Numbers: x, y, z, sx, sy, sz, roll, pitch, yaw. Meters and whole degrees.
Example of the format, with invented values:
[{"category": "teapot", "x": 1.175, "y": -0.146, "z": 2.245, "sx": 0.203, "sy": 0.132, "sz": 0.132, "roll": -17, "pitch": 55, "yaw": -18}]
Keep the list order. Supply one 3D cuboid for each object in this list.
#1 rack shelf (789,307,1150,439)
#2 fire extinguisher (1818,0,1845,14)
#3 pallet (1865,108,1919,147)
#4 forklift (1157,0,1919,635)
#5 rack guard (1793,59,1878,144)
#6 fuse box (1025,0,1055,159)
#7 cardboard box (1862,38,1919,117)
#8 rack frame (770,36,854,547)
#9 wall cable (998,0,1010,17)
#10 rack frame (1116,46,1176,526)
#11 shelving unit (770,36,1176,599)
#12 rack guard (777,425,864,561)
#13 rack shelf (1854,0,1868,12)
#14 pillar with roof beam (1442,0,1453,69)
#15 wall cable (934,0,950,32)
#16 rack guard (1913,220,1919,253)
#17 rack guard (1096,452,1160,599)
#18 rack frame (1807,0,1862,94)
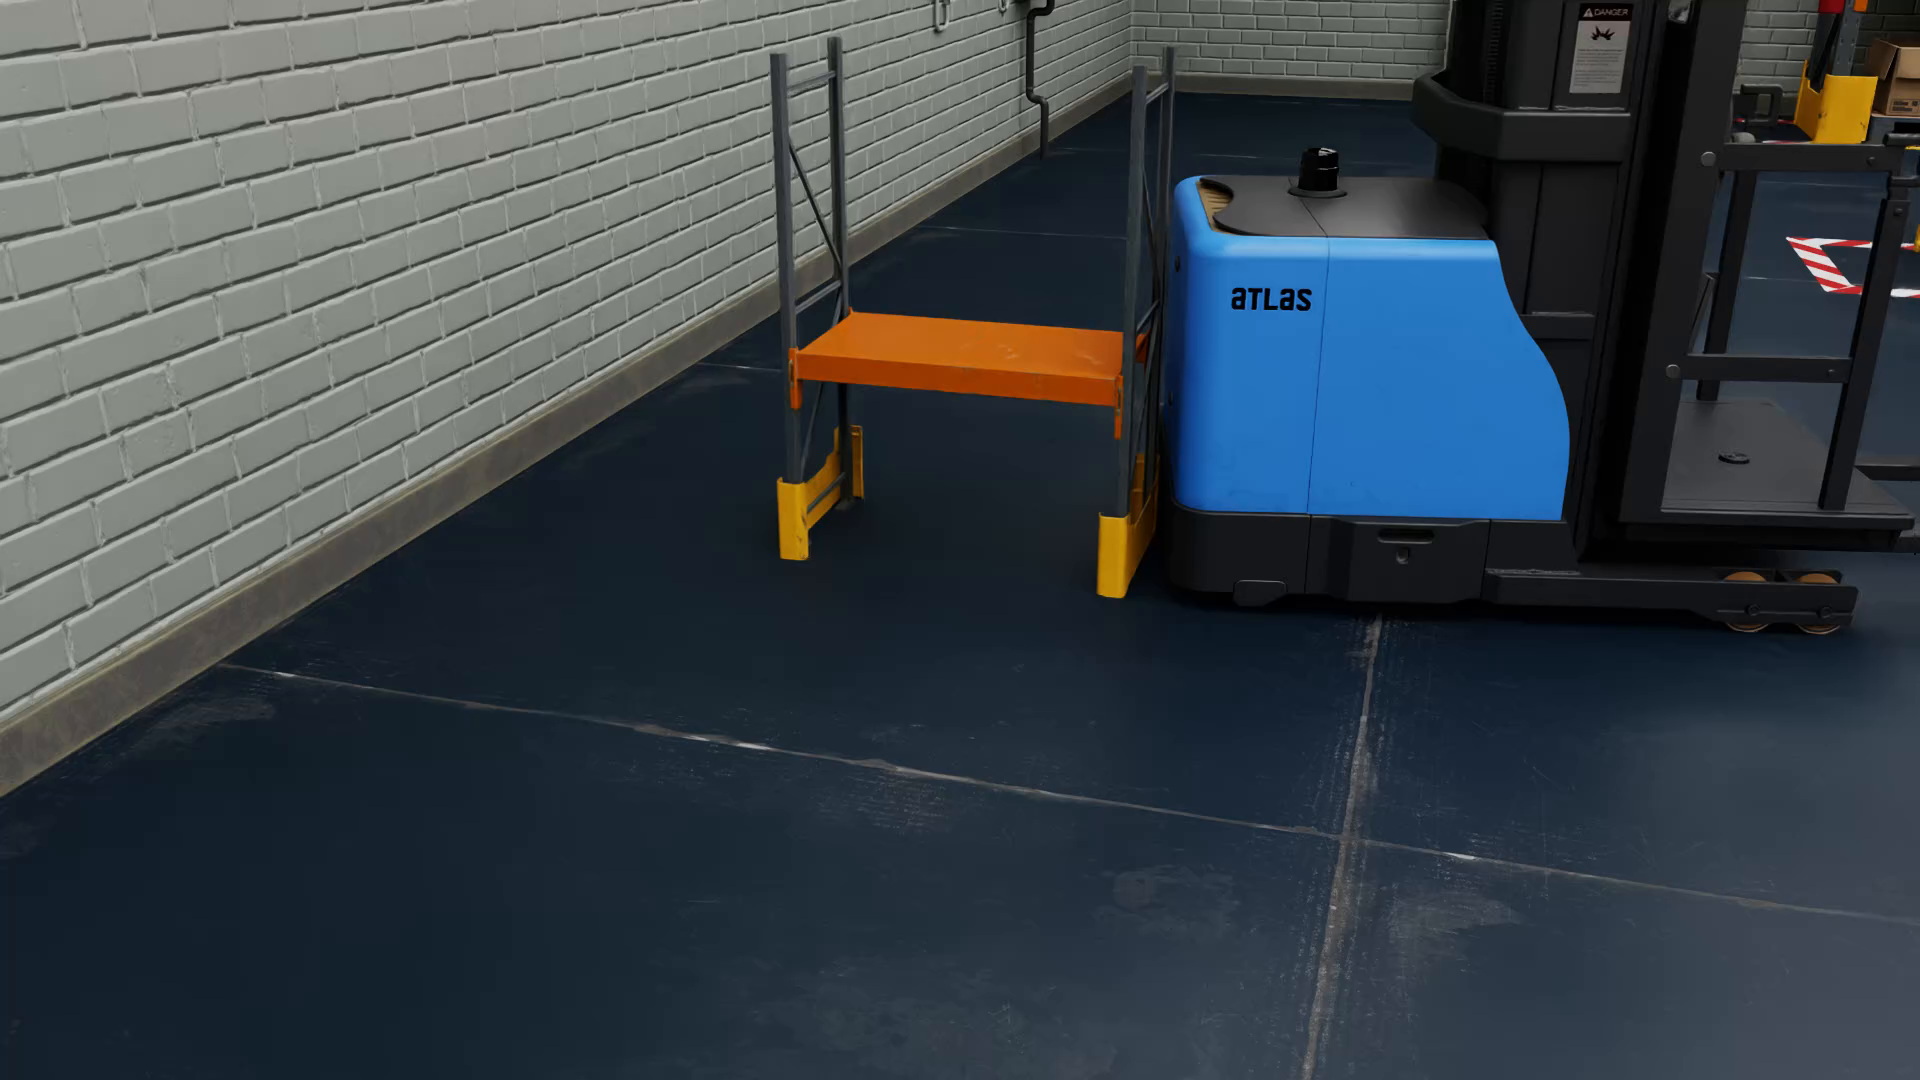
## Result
[{"category": "rack shelf", "x": 0.047, "y": -0.518, "z": 5.030, "sx": 1.000, "sy": 0.185, "sz": 0.538, "roll": 6, "pitch": 23, "yaw": 15}, {"category": "fire extinguisher", "x": 6.451, "y": -4.221, "z": 12.202, "sx": 0.183, "sy": 0.674, "sz": 0.296, "roll": 7, "pitch": 23, "yaw": 16}, {"category": "pallet", "x": 7.562, "y": -3.196, "z": 12.783, "sx": 1.213, "sy": 0.211, "sz": 1.003, "roll": 7, "pitch": 23, "yaw": 16}, {"category": "forklift", "x": 2.143, "y": -1.302, "z": 4.583, "sx": 3.031, "sy": 2.935, "sz": 1.130, "roll": 2, "pitch": 22, "yaw": 4}, {"category": "rack guard", "x": 6.798, "y": -3.417, "z": 12.941, "sx": 0.348, "sy": 0.500, "sz": 1.175, "roll": 7, "pitch": 23, "yaw": 16}, {"category": "fuse box", "x": 0.637, "y": -3.538, "z": 11.641, "sx": 0.414, "sy": 1.711, "sz": 0.539, "roll": 7, "pitch": 23, "yaw": 16}, {"category": "cardboard box", "x": 7.284, "y": -3.519, "z": 12.633, "sx": 0.637, "sy": 0.503, "sz": 0.797, "roll": 6, "pitch": 23, "yaw": 13}, {"category": "rack frame", "x": -0.442, "y": -0.738, "z": 5.093, "sx": 0.032, "sy": 1.500, "sz": 0.500, "roll": 6, "pitch": 23, "yaw": 15}, {"category": "wall cable", "x": 0.289, "y": -4.374, "z": 10.642, "sx": 0.122, "sy": 1.984, "sz": 0.588, "roll": 7, "pitch": 23, "yaw": 16}, {"category": "rack frame", "x": 0.535, "y": -0.630, "z": 4.830, "sx": 0.032, "sy": 1.500, "sz": 0.500, "roll": 6, "pitch": 23, "yaw": 15}, {"category": "shelving unit", "x": 0.038, "y": -0.685, "z": 4.964, "sx": 1.083, "sy": 1.500, "sz": 0.587, "roll": 6, "pitch": 23, "yaw": 15}, {"category": "rack guard", "x": -0.440, "y": -0.159, "z": 5.329, "sx": 0.087, "sy": 0.250, "sz": 0.587, "roll": 6, "pitch": 23, "yaw": 15}, {"category": "rack shelf", "x": 8.640, "y": -4.029, "z": 12.089, "sx": 4.000, "sy": 0.370, "sz": 1.077, "roll": 7, "pitch": 23, "yaw": 16}, {"category": "pillar with roof beam", "x": 3.161, "y": -6.416, "z": 9.054, "sx": 0.400, "sy": 9.000, "sz": 9.100, "roll": 7, "pitch": 23, "yaw": 16}, {"category": "wall cable", "x": -0.110, "y": -3.872, "z": 9.376, "sx": 0.123, "sy": 1.953, "sz": 0.585, "roll": 7, "pitch": 23, "yaw": 16}, {"category": "rack guard", "x": 5.272, "y": -1.624, "z": 8.570, "sx": 0.348, "sy": 0.500, "sz": 1.175, "roll": 7, "pitch": 23, "yaw": 16}, {"category": "rack guard", "x": 0.516, "y": -0.054, "z": 5.072, "sx": 0.087, "sy": 0.250, "sz": 0.587, "roll": 6, "pitch": 23, "yaw": 15}, {"category": "rack frame", "x": 6.725, "y": -4.581, "z": 12.487, "sx": 0.127, "sy": 3.000, "sz": 1.000, "roll": 7, "pitch": 23, "yaw": 16}]
